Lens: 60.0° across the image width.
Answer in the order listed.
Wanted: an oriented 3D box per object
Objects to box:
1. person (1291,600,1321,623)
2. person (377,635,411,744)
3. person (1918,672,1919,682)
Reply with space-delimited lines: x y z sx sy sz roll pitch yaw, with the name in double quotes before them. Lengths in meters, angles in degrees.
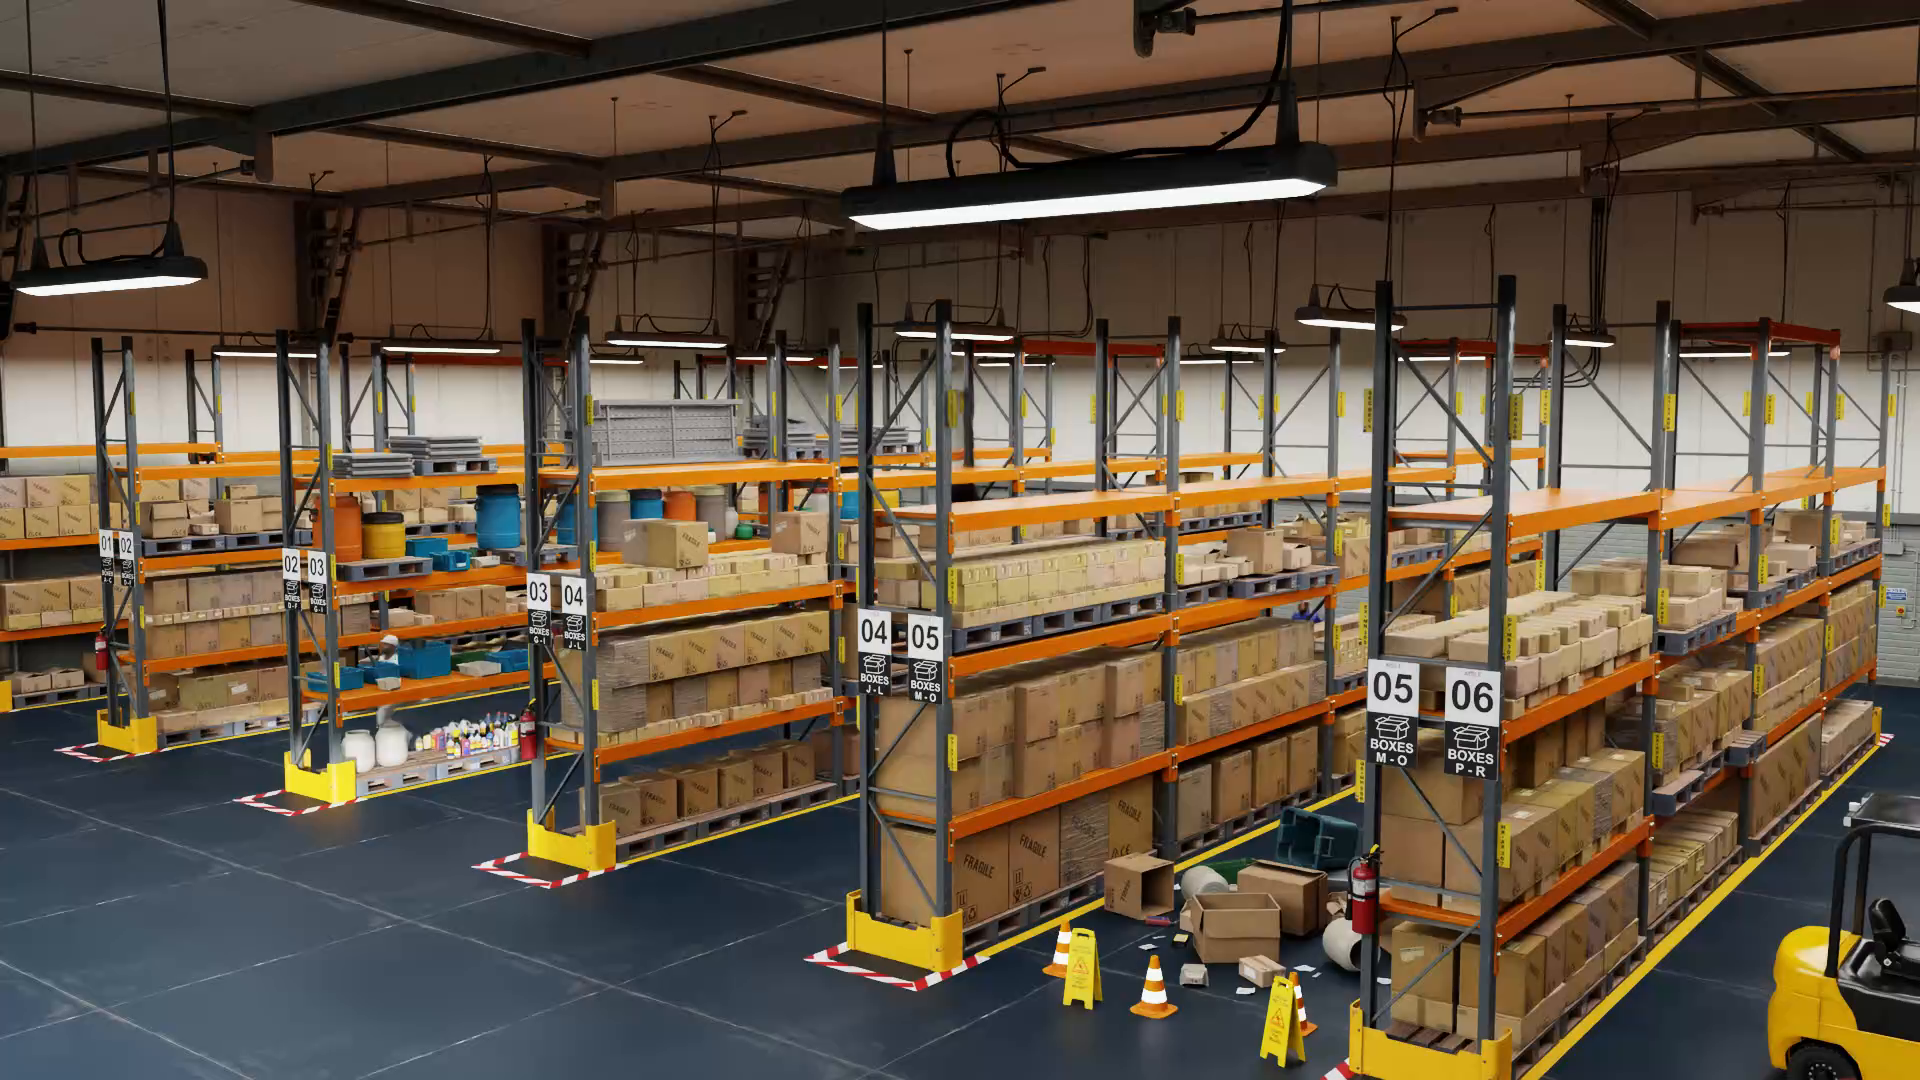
"person" 5.989 1.835 28.933 0.592 1.621 0.598 2 5 25
"person" -8.231 2.226 23.864 0.738 1.728 0.582 4 6 38
"person" 14.144 2.275 23.969 0.606 1.635 0.776 2 5 23
